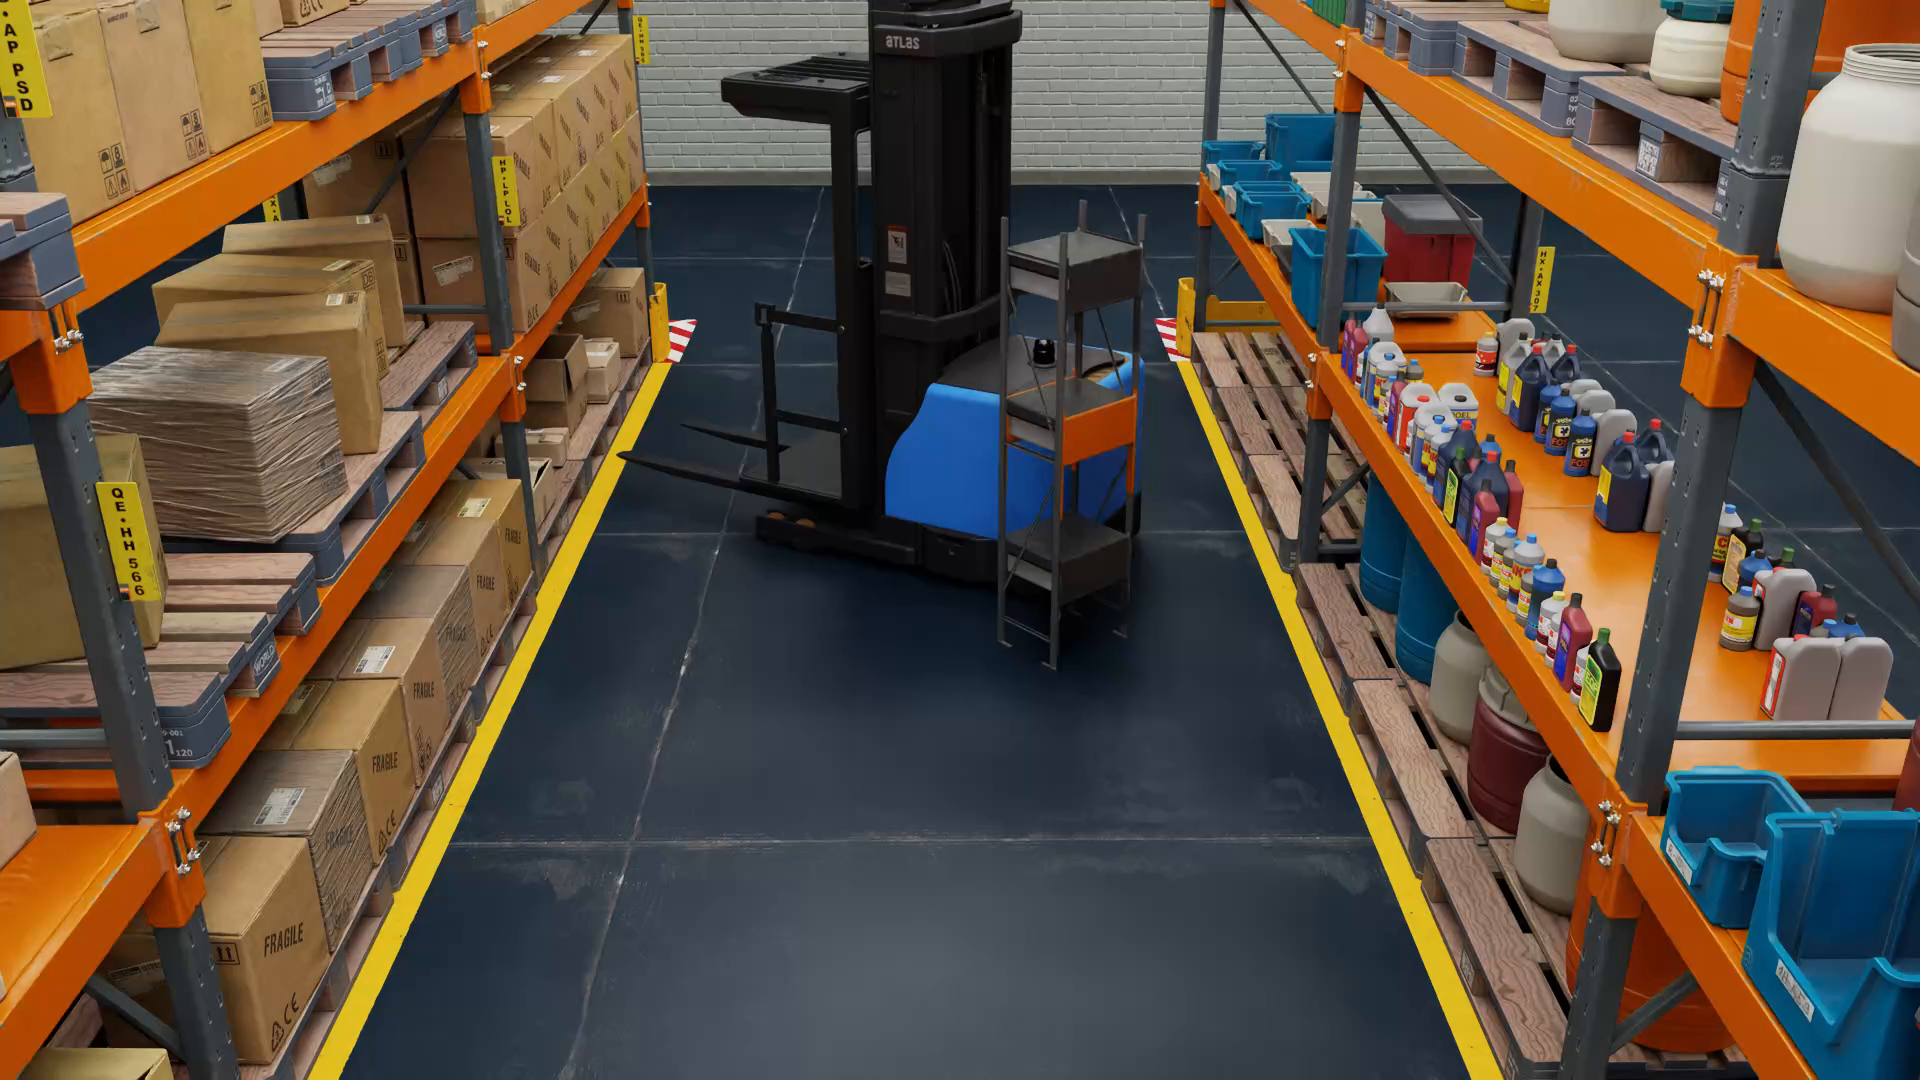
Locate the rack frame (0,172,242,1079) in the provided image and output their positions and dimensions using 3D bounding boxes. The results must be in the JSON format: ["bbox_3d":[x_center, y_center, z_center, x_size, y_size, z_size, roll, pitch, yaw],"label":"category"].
[{"bbox_3d":[-2.649,0.538,4.421,1.000,3.000,0.127,0,24,-1],"label":"rack frame"}]

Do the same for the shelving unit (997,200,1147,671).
[{"bbox_3d":[0.502,-0.465,7.728,0.503,2.100,0.431,-20,31,-37],"label":"shelving unit"}]

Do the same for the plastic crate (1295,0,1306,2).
[{"bbox_3d":[1.866,-2.900,8.702,0.293,0.136,0.466,0,24,-1],"label":"plastic crate"}]

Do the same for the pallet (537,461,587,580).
[{"bbox_3d":[-2.699,-0.123,9.266,1.003,0.211,1.213,0,24,-1],"label":"pallet"}]

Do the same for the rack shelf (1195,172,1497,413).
[{"bbox_3d":[2.239,-1.628,10.082,1.077,0.370,4.000,0,24,-1],"label":"rack shelf"}]

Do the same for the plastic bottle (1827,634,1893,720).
[{"bbox_3d":[2.623,0.394,4.890,0.152,0.276,0.135,0,24,-1],"label":"plastic bottle"}]

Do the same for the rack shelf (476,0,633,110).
[{"bbox_3d":[-2.714,-2.974,9.418,1.077,0.370,4.000,0,24,-1],"label":"rack shelf"}]

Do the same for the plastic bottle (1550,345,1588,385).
[{"bbox_3d":[2.600,-0.655,7.119,0.144,0.351,0.185,0,24,-1],"label":"plastic bottle"}]

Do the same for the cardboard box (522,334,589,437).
[{"bbox_3d":[-2.718,-0.948,10.201,0.797,0.503,0.637,0,24,-1],"label":"cardboard box"}]

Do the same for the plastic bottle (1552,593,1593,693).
[{"bbox_3d":[1.871,0.310,5.065,0.061,0.283,0.133,0,24,-1],"label":"plastic bottle"}]

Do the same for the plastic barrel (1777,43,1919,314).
[{"bbox_3d":[2.001,-0.771,3.540,0.421,0.512,0.421,0,24,0],"label":"plastic barrel"}]

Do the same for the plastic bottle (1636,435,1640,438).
[{"bbox_3d":[2.650,-0.313,6.443,0.061,0.283,0.133,0,24,-1],"label":"plastic bottle"}]

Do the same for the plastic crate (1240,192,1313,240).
[{"bbox_3d":[1.908,-1.961,10.076,0.416,0.233,0.300,0,24,-1],"label":"plastic crate"}]

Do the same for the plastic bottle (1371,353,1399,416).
[{"bbox_3d":[1.863,-0.681,7.273,0.097,0.271,0.097,0,24,0],"label":"plastic bottle"}]

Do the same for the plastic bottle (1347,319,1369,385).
[{"bbox_3d":[1.840,-0.870,7.675,0.061,0.283,0.133,0,24,-1],"label":"plastic bottle"}]

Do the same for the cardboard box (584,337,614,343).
[{"bbox_3d":[-2.569,-1.278,11.340,0.380,0.166,0.250,0,24,-1],"label":"cardboard box"}]

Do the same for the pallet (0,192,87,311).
[{"bbox_3d":[-2.552,-0.464,3.224,1.213,0.211,1.003,1,24,2],"label":"pallet"}]

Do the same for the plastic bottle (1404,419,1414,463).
[{"bbox_3d":[1.869,-0.419,6.777,0.097,0.201,0.097,0,24,0],"label":"plastic bottle"}]

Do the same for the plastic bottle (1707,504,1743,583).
[{"bbox_3d":[2.640,0.007,5.750,0.097,0.271,0.097,0,24,0],"label":"plastic bottle"}]

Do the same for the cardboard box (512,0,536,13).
[{"bbox_3d":[-2.452,-2.816,8.379,0.500,0.250,0.500,0,24,-1],"label":"cardboard box"}]

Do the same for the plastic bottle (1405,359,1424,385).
[{"bbox_3d":[2.013,-0.706,7.411,0.097,0.201,0.097,0,24,0],"label":"plastic bottle"}]

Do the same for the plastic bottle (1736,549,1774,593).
[{"bbox_3d":[2.583,0.158,5.418,0.097,0.271,0.097,0,24,0],"label":"plastic bottle"}]

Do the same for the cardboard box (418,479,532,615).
[{"bbox_3d":[-2.401,0.030,8.043,0.500,0.500,0.500,0,24,-1],"label":"cardboard box"}]

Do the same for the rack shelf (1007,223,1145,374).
[{"bbox_3d":[0.501,-1.090,7.444,0.480,0.518,0.431,-20,31,-37],"label":"rack shelf"}]

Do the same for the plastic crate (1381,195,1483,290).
[{"bbox_3d":[2.502,-1.557,8.902,0.402,0.464,0.583,0,24,-1],"label":"plastic crate"}]

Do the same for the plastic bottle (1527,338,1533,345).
[{"bbox_3d":[2.617,-0.832,7.691,0.097,0.201,0.097,0,24,0],"label":"plastic bottle"}]

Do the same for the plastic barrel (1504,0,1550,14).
[{"bbox_3d":[2.474,-2.400,6.538,0.600,0.588,0.600,0,24,0],"label":"plastic barrel"}]

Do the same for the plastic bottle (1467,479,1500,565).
[{"bbox_3d":[1.861,-0.066,5.896,0.061,0.283,0.133,0,24,-1],"label":"plastic bottle"}]

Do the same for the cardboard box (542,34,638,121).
[{"bbox_3d":[-2.456,-3.078,11.080,0.500,0.500,0.500,0,24,-1],"label":"cardboard box"}]

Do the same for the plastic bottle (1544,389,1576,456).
[{"bbox_3d":[2.475,-0.490,6.849,0.097,0.271,0.097,0,24,0],"label":"plastic bottle"}]

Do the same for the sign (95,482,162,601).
[{"bbox_3d":[-2.094,0.006,4.191,0.100,0.325,0.005,0,24,-1],"label":"sign"}]

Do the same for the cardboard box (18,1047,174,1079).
[{"bbox_3d":[-2.397,1.558,4.311,0.500,0.311,0.500,0,24,1],"label":"cardboard box"}]

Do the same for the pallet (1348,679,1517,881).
[{"bbox_3d":[2.244,0.961,6.868,1.003,0.211,1.213,0,24,-1],"label":"pallet"}]

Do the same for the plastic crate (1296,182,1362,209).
[{"bbox_3d":[2.396,-2.232,10.792,0.396,0.136,0.243,0,24,-1],"label":"plastic crate"}]

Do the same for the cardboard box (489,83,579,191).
[{"bbox_3d":[-2.427,-2.231,9.209,0.500,0.500,0.500,-1,24,-2],"label":"cardboard box"}]

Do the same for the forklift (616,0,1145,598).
[{"bbox_3d":[-0.546,-1.459,8.918,3.031,2.935,1.130,13,27,26],"label":"forklift"}]

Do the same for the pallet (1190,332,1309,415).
[{"bbox_3d":[2.187,-1.169,11.578,1.003,0.211,1.213,0,24,-1],"label":"pallet"}]

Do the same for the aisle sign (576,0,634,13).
[{"bbox_3d":[-2.431,-3.973,11.239,0.394,0.787,0.004,0,24,-1],"label":"aisle sign"}]

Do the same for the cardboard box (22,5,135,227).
[{"bbox_3d":[-2.687,-1.054,4.179,0.910,0.500,0.500,0,24,-1],"label":"cardboard box"}]

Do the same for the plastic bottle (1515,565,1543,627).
[{"bbox_3d":[1.885,0.180,5.454,0.097,0.201,0.097,0,24,0],"label":"plastic bottle"}]

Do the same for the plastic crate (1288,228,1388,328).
[{"bbox_3d":[1.914,-1.342,8.524,0.392,0.384,0.575,0,24,-1],"label":"plastic crate"}]

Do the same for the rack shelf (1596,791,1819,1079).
[{"bbox_3d":[2.326,1.669,2.793,1.077,0.370,4.000,0,24,-1],"label":"rack shelf"}]

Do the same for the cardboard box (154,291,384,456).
[{"bbox_3d":[-2.611,-0.620,6.349,0.700,0.500,0.500,-6,25,-14],"label":"cardboard box"}]

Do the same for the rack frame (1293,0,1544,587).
[{"bbox_3d":[2.261,-1.131,8.111,1.000,3.000,0.127,0,24,-1],"label":"rack frame"}]

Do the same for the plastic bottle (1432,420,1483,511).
[{"bbox_3d":[1.897,-0.293,6.318,0.144,0.351,0.185,0,24,-1],"label":"plastic bottle"}]

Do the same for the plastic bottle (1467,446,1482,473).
[{"bbox_3d":[1.918,-0.197,6.187,0.061,0.283,0.133,0,24,-1],"label":"plastic bottle"}]

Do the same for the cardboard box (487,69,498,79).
[{"bbox_3d":[-2.975,-2.445,9.681,0.500,0.500,0.500,0,24,-1],"label":"cardboard box"}]

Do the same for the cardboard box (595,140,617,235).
[{"bbox_3d":[-2.450,-2.202,10.356,0.500,0.500,0.500,0,24,0],"label":"cardboard box"}]

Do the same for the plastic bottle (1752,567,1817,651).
[{"bbox_3d":[2.618,0.203,5.311,0.152,0.276,0.135,0,24,-1],"label":"plastic bottle"}]

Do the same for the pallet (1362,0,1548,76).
[{"bbox_3d":[2.367,-2.089,6.819,1.213,0.211,1.003,0,24,-1],"label":"pallet"}]

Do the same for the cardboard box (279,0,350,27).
[{"bbox_3d":[-2.731,-2.276,6.251,0.600,0.600,0.600,-1,24,-1],"label":"cardboard box"}]

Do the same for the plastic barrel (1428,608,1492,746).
[{"bbox_3d":[2.174,0.560,6.881,0.421,0.512,0.421,0,24,0],"label":"plastic barrel"}]

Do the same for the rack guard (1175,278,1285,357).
[{"bbox_3d":[2.204,-1.650,12.292,1.175,0.500,0.348,0,24,-1],"label":"rack guard"}]

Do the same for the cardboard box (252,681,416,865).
[{"bbox_3d":[-2.380,0.865,6.197,0.500,0.500,0.500,-1,24,-1],"label":"cardboard box"}]

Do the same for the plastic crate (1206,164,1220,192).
[{"bbox_3d":[1.811,-2.451,11.276,0.250,0.136,0.298,0,24,-1],"label":"plastic crate"}]

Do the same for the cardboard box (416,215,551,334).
[{"bbox_3d":[-2.426,-1.367,8.512,0.500,0.500,0.500,0,24,1],"label":"cardboard box"}]

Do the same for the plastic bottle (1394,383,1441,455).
[{"bbox_3d":[1.895,-0.501,6.868,0.152,0.276,0.135,0,24,-1],"label":"plastic bottle"}]
